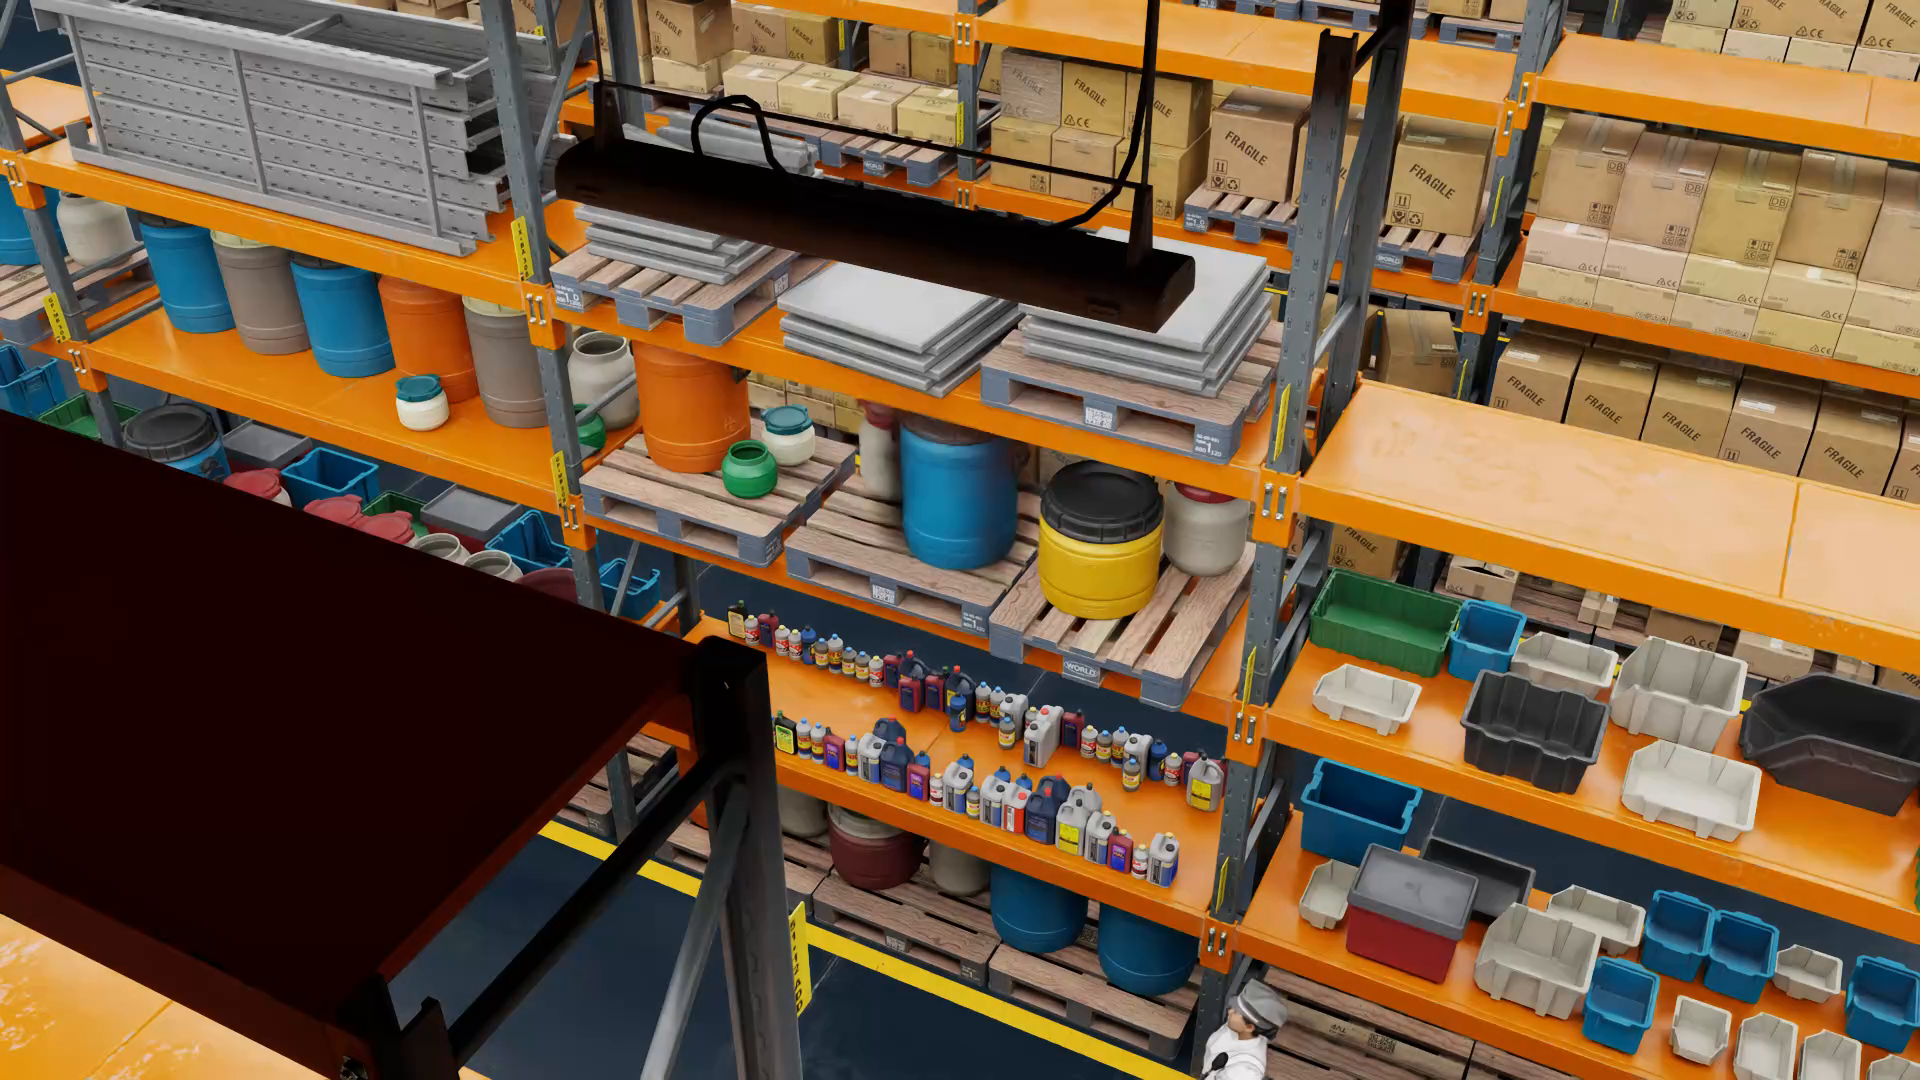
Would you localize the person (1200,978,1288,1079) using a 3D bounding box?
[{"bbox_3d":[1.366,2.792,8.167,0.877,1.593,0.497,1,35,2],"label":"person"}]
